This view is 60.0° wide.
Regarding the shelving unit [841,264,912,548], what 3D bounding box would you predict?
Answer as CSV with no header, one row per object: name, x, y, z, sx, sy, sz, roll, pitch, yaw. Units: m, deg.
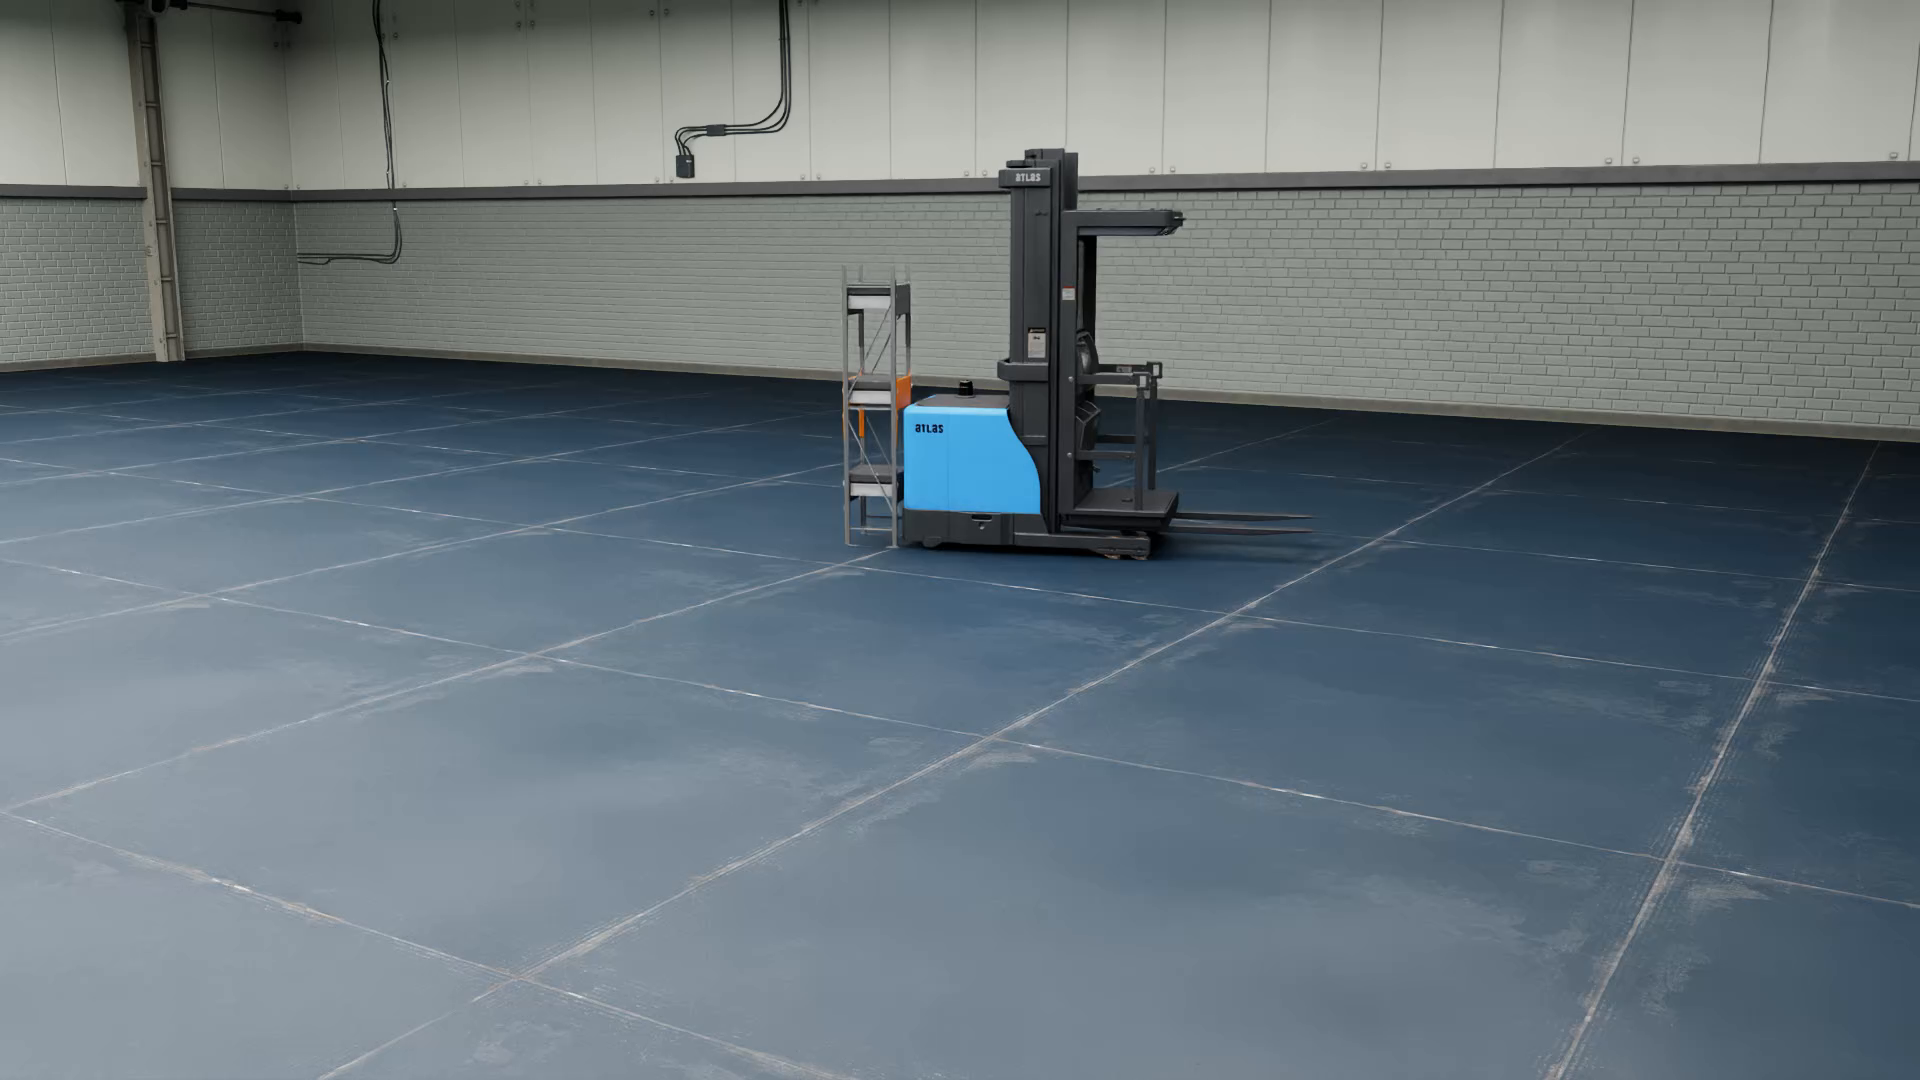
shelving unit,-0.625,-1.022,12.620,0.431,2.100,0.503,2,11,11

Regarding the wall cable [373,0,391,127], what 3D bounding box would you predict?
wall cable,-9.445,-8.733,29.774,3.097,2.526,0.112,6,12,31

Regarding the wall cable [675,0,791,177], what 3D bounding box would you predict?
wall cable,-3.651,-8.797,26.163,2.305,6.003,0.169,6,12,31

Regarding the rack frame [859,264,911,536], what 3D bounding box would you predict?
rack frame,-0.577,-1.066,12.855,0.400,2.100,0.015,2,11,11

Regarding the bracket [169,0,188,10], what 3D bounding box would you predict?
bracket,-13.898,-9.499,29.370,0.235,0.232,0.430,6,12,31

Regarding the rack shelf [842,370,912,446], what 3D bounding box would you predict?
rack shelf,-0.625,-1.008,12.622,0.431,0.518,0.480,2,11,11

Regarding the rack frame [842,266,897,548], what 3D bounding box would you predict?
rack frame,-0.672,-0.978,12.385,0.400,2.100,0.015,2,11,11

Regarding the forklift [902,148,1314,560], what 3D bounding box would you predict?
forklift,1.137,-1.402,12.393,3.031,2.935,1.130,2,11,12

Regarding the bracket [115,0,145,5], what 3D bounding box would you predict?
bracket,-14.328,-9.368,28.672,0.235,0.232,0.430,6,12,31

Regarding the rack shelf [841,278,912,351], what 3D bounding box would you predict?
rack shelf,-0.625,-1.696,12.494,0.431,0.518,0.480,2,11,11

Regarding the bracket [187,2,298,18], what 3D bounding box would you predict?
bracket,-12.974,-9.778,30.864,0.076,0.066,3.189,6,12,31

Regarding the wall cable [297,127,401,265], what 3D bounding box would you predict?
wall cable,-11.757,-6.509,31.619,3.097,2.526,0.112,6,12,31

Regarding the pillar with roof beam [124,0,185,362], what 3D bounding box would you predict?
pillar with roof beam,-10.737,-7.287,27.337,9.100,9.000,0.548,6,12,31

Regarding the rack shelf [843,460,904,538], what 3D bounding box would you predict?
rack shelf,-0.625,-0.320,12.751,0.431,0.518,0.480,2,11,11

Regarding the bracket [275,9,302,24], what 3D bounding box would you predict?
bracket,-12.667,-9.871,31.361,0.235,0.232,0.430,6,12,31
